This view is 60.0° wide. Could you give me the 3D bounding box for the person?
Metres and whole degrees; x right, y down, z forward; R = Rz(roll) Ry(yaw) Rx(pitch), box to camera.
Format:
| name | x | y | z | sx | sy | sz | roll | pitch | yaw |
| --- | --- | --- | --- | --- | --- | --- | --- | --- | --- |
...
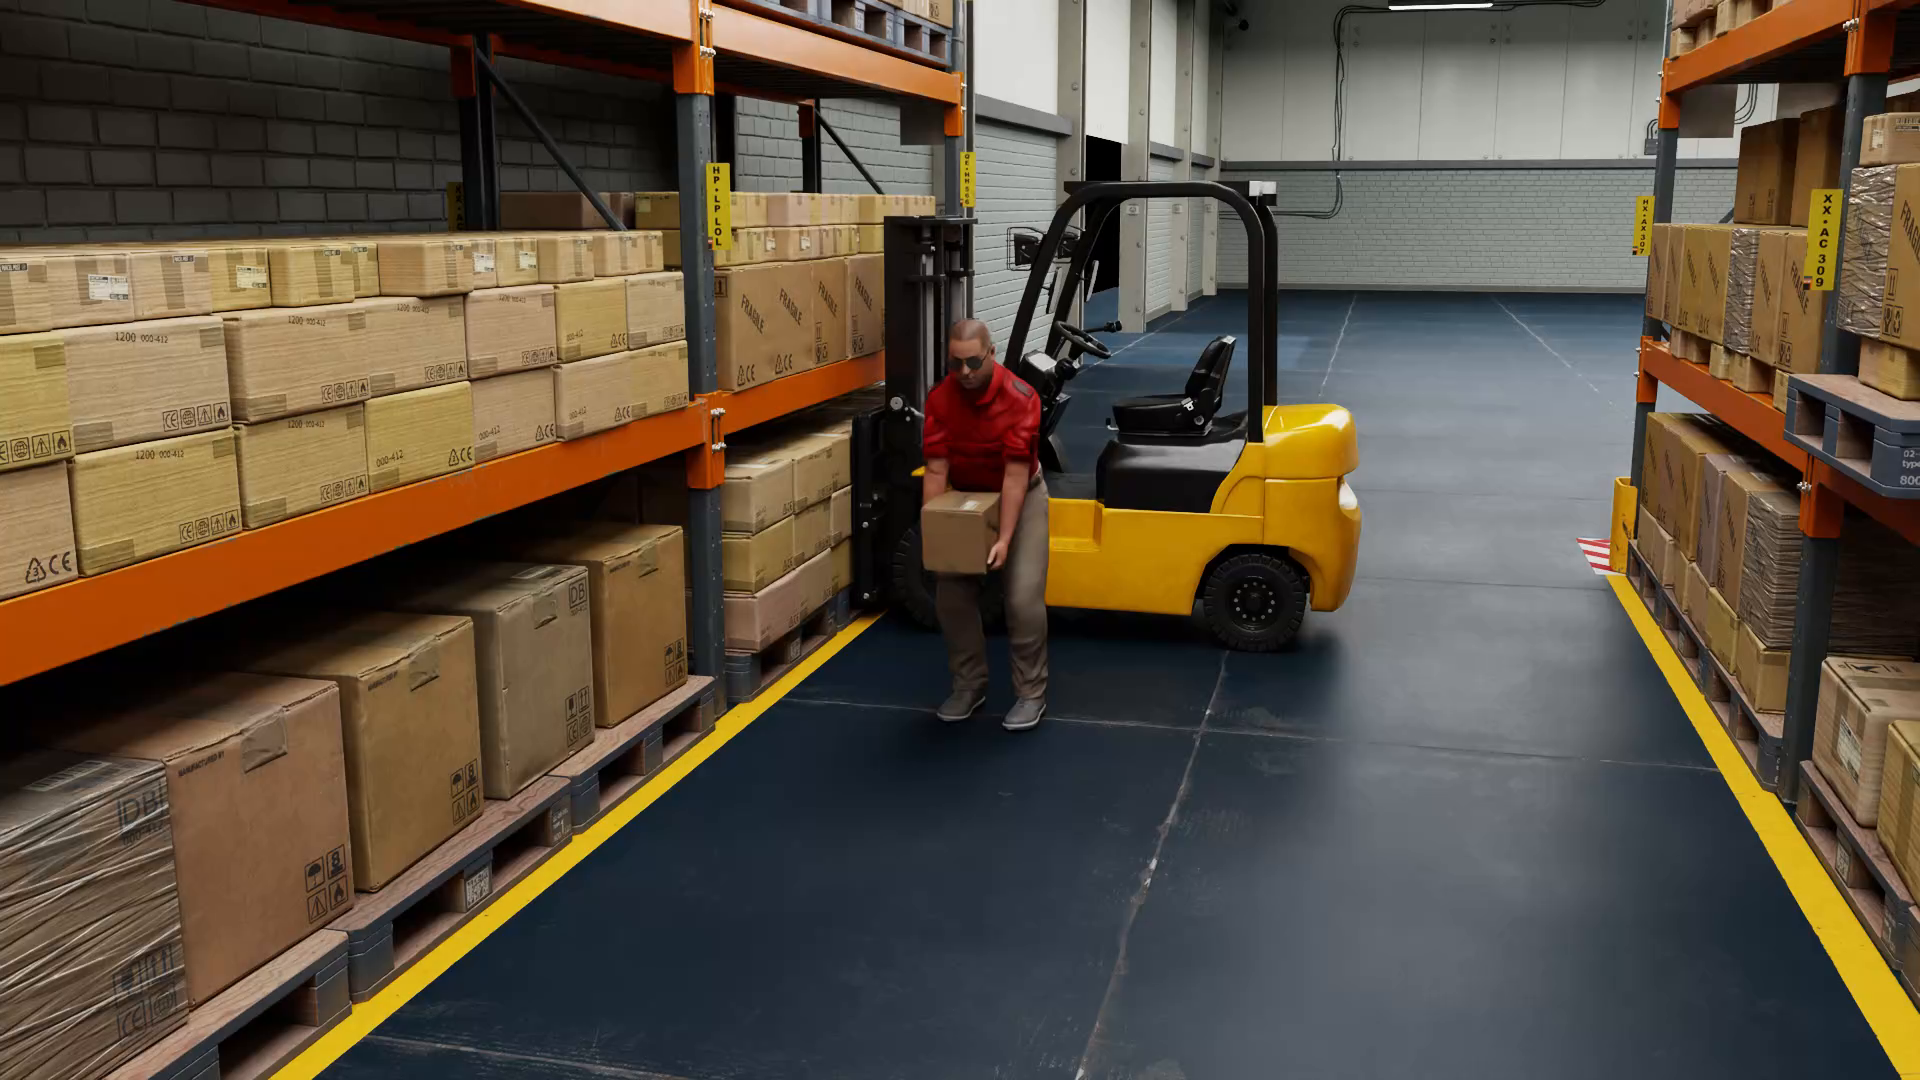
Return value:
| name | x | y | z | sx | sy | sz | roll | pitch | yaw |
| --- | --- | --- | --- | --- | --- | --- | --- | --- | --- |
| person | 0.109 | -0.059 | 6.548 | 0.482 | 1.632 | 0.625 | 5 | 12 | 22 |
